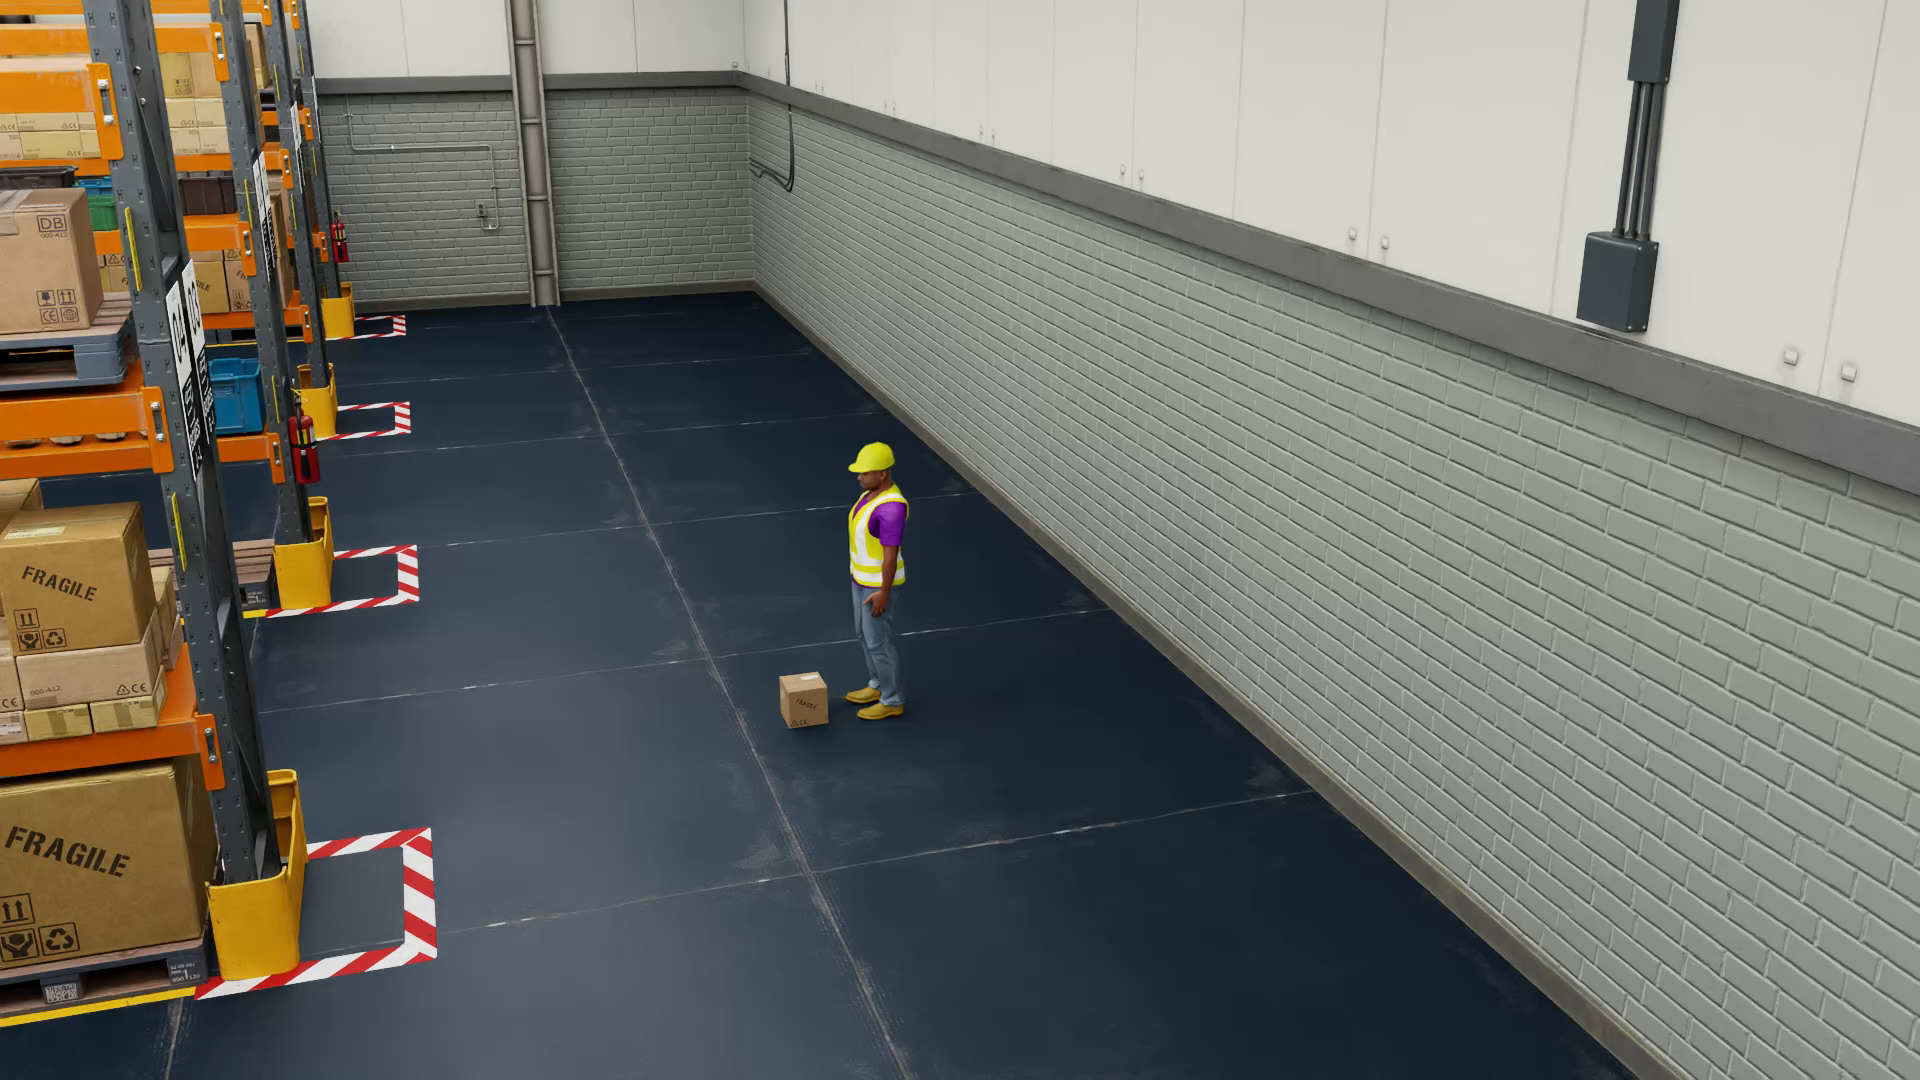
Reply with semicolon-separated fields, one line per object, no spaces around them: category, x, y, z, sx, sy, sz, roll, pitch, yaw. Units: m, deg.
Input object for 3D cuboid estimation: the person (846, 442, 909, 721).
person;-0.515;0.246;10.324;0.366;1.763;0.565;-6;20;-16
